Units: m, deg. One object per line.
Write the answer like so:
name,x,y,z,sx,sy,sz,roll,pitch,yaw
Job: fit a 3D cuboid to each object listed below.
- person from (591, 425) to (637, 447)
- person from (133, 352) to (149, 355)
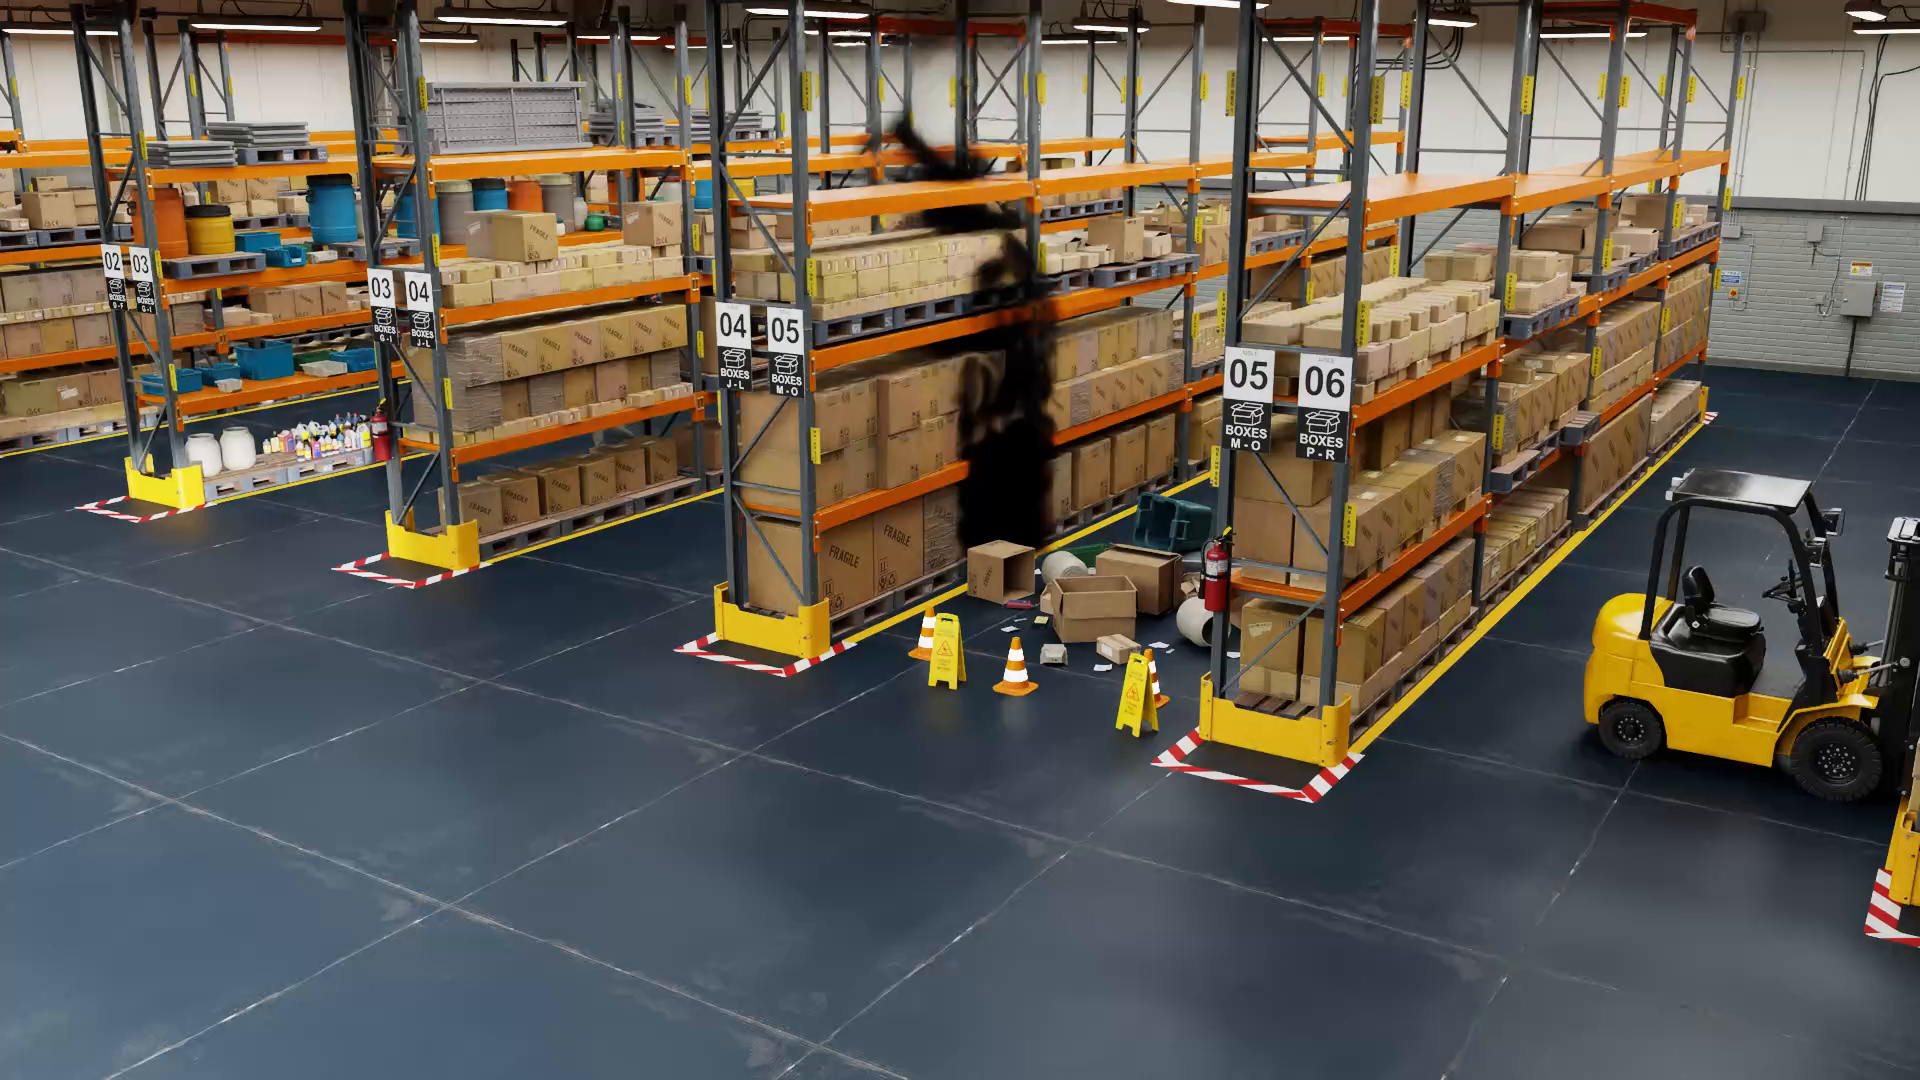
person,-4.882,-1.958,23.022,0.674,1.774,0.781,9,18,30
person,-13.434,-3.127,27.227,0.691,1.723,0.586,7,17,23
